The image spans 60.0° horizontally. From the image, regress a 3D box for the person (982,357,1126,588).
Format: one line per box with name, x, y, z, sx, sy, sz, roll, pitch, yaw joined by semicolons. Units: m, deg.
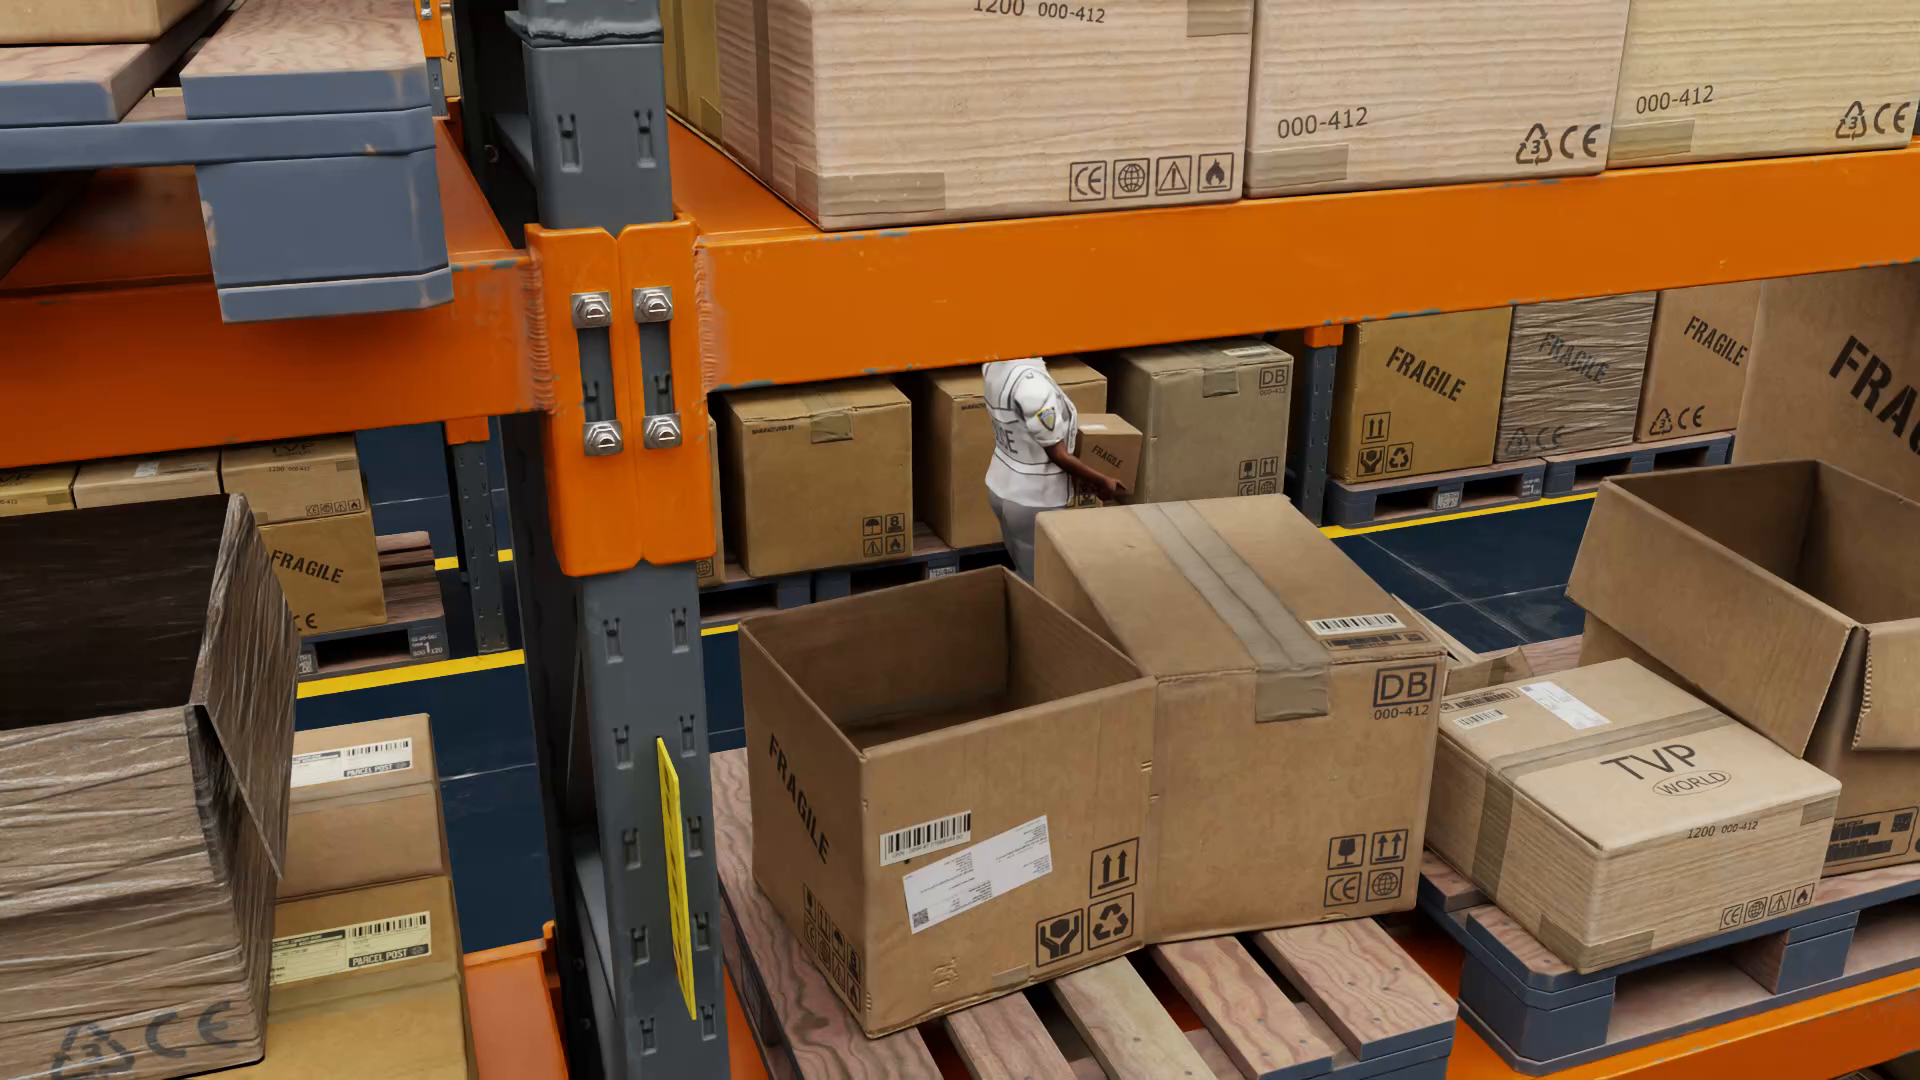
person;0.345;-0.166;6.460;0.531;1.687;0.451;-8;24;-18
